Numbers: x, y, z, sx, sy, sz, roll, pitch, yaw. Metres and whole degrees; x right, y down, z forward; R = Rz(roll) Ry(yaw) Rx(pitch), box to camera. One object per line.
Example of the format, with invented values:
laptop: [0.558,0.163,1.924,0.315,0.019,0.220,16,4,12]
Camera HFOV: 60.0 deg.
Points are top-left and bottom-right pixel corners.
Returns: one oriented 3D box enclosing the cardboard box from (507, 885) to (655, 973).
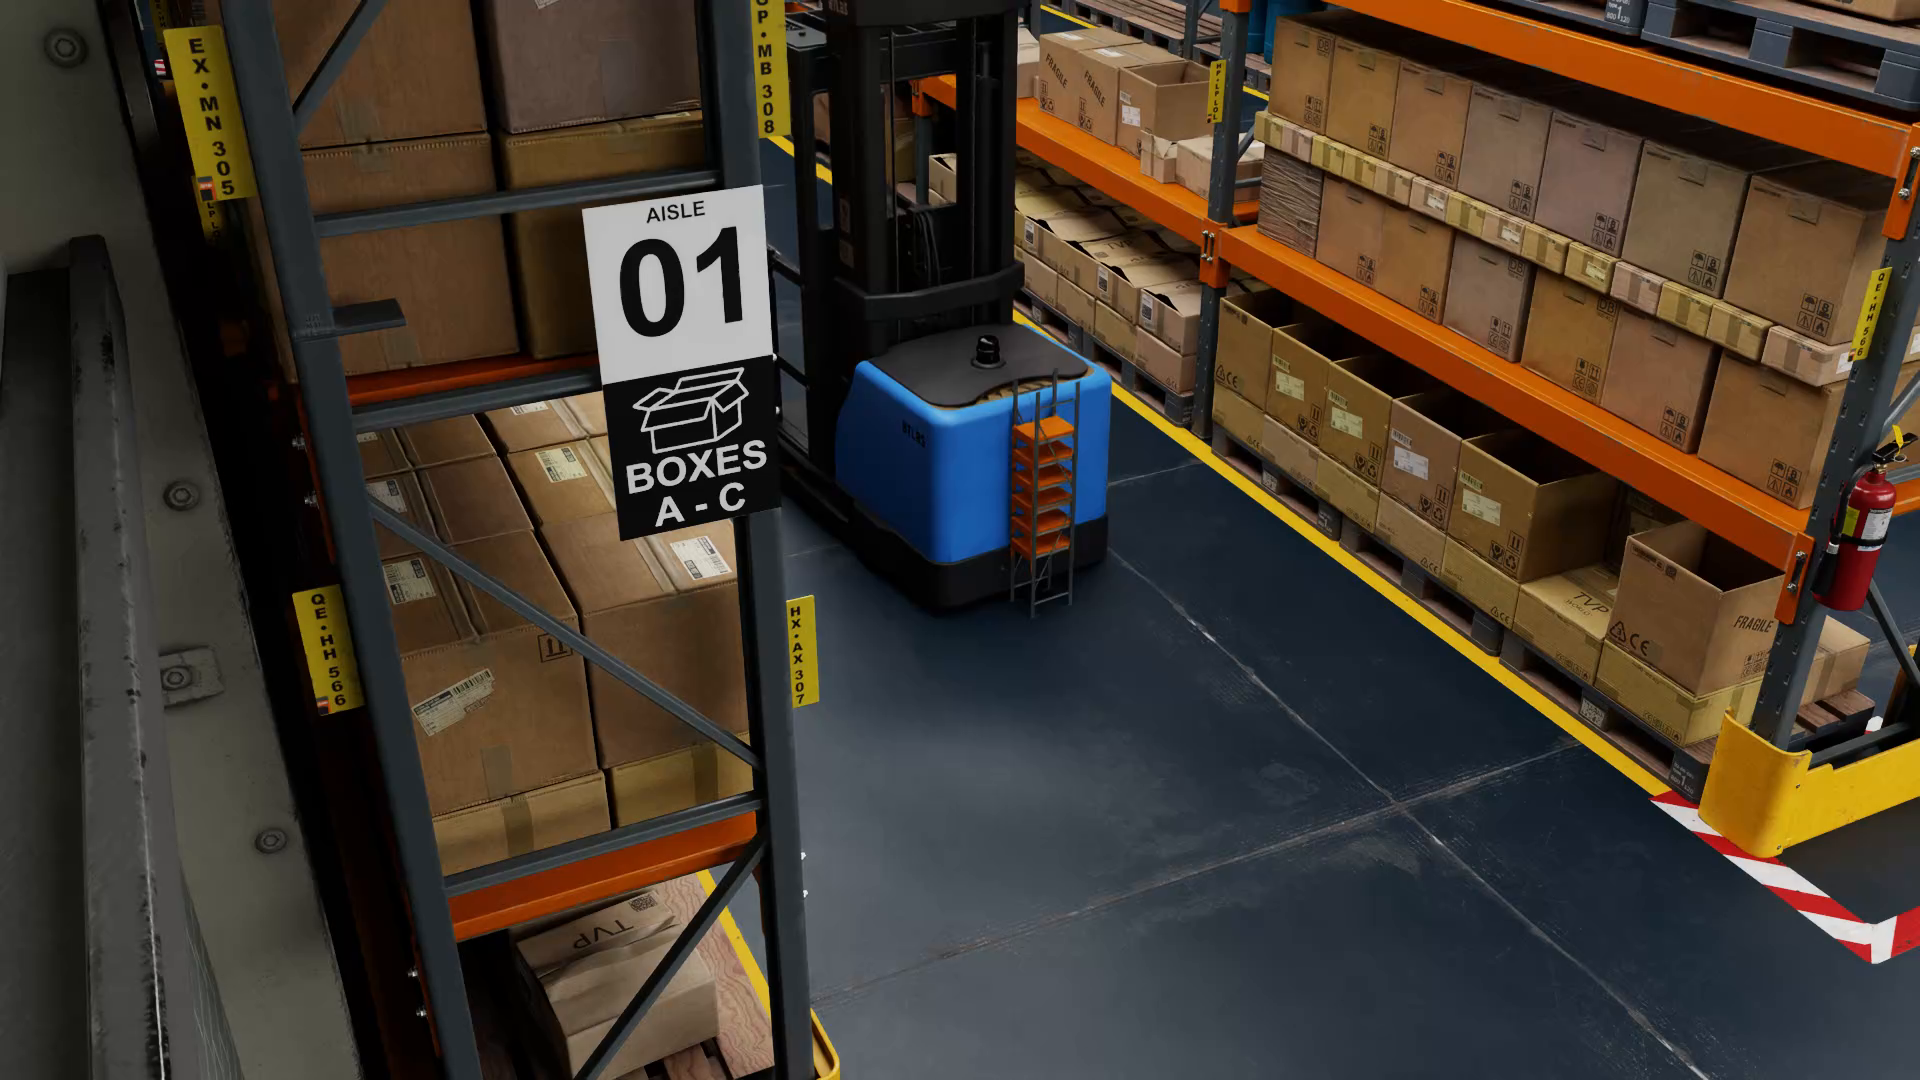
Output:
cardboard box: [-1.366,1.188,5.864,0.500,0.311,0.500,-10,31,-18]

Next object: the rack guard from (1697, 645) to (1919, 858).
rack guard: [3.577,0.843,6.736,1.175,0.500,0.348,-13,32,-22]

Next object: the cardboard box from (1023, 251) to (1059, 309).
cardboard box: [0.757,-1.806,11.286,0.500,0.250,0.500,-12,32,-21]

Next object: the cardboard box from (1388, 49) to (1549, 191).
cardboard box: [2.478,-1.996,7.813,0.700,0.500,0.500,-13,32,-22]

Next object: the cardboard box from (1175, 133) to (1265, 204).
cardboard box: [1.598,-2.168,9.703,0.500,0.250,0.500,-11,31,-19]

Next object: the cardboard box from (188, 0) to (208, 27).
cardboard box: [-1.571,-1.387,3.946,0.500,0.500,0.500,-11,31,-19]

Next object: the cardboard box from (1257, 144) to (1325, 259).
cardboard box: [2.045,-1.874,8.923,0.700,0.500,0.500,-14,32,-23]

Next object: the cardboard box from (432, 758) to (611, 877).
cardboard box: [-1.282,0.674,4.613,0.500,0.250,0.500,-13,32,-21]

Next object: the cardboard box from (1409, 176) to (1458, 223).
cardboard box: [2.347,-1.624,7.814,0.380,0.149,0.250,-14,32,-23]

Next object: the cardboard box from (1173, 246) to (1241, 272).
cardboard box: [1.687,-1.711,10.542,0.500,0.311,0.500,-13,32,-23]

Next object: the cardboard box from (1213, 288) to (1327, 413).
cardboard box: [1.766,-1.066,9.199,0.500,0.500,0.500,-13,32,-22]

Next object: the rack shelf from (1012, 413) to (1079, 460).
rack shelf: [0.397,-0.483,7.740,0.258,0.103,0.180,-17,33,-27]

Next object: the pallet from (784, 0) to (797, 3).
pallet: [-1.341,-5.099,14.973,1.003,0.211,1.213,-13,32,-22]

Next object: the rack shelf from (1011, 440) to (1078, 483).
rack shelf: [0.397,-0.378,7.798,0.258,0.103,0.180,-17,33,-27]

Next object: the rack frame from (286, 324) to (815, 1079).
rack frame: [-0.906,0.784,4.286,1.000,3.000,0.127,-13,32,-22]

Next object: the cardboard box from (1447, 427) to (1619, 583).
cardboard box: [2.625,-0.182,7.623,0.500,0.500,0.500,-13,32,-22]

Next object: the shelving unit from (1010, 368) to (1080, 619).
shelving unit: [0.397,-0.208,7.894,0.258,1.200,0.189,-17,33,-27]

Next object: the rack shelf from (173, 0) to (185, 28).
rack shelf: [-3.482,-2.861,8.455,1.077,0.370,4.000,-13,32,-22]

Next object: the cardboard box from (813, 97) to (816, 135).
cardboard box: [-1.151,-3.940,14.816,0.500,0.500,0.500,-13,32,-21]

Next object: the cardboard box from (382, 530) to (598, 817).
cardboard box: [-1.300,0.350,4.426,0.500,0.500,0.500,-13,32,-23]

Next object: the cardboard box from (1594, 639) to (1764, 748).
cardboard box: [3.069,0.583,7.025,0.500,0.250,0.500,-13,32,-22]

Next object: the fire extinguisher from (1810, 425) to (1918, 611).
fire extinguisher: [3.198,-0.075,5.895,0.296,0.674,0.183,-13,32,-22]

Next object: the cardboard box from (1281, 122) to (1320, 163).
cardboard box: [1.898,-2.082,8.630,0.380,0.149,0.250,-13,32,-21]

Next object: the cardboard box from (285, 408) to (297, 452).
cardboard box: [-2.384,-0.453,6.623,0.500,0.250,0.500,-14,32,-24]

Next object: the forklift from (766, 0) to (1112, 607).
forklift: [-0.445,-1.637,8.672,1.130,2.935,3.031,-17,33,-27]

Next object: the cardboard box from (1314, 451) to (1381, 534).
cardboard box: [2.195,-0.297,8.594,0.500,0.250,0.500,-13,32,-22]

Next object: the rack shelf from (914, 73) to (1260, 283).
rack shelf: [0.991,-2.595,11.046,1.077,0.370,4.000,-13,32,-22]

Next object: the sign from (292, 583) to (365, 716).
sign: [-1.416,0.248,3.733,0.100,0.325,0.005,-13,32,-22]

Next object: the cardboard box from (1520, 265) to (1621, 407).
cardboard box: [2.940,-0.962,7.297,0.700,0.500,0.500,-13,32,-22]

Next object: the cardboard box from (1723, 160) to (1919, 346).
cardboard box: [3.355,-1.100,6.216,0.700,0.500,0.500,-13,32,-22]

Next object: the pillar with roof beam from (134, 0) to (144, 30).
pillar with roof beam: [-5.827,-10.816,18.838,9.100,9.000,0.400,-13,32,-22]

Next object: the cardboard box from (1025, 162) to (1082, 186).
cardboard box: [0.808,-2.613,12.151,0.500,0.311,0.500,-14,32,-23]

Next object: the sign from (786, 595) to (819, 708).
sign: [-0.416,0.292,4.277,0.100,0.325,0.005,-13,32,-22]

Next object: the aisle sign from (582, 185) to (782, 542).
aisle sign: [-0.604,-0.382,3.706,0.394,0.787,0.004,-13,32,-22]

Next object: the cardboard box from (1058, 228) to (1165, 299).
cardboard box: [0.975,-1.822,10.741,0.500,0.311,0.500,-13,32,-22]

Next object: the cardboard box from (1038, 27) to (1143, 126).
cardboard box: [0.867,-3.098,11.106,0.500,0.500,0.500,-15,33,-25]

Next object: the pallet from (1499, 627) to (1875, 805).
pallet: [3.200,0.629,7.412,1.003,0.211,1.213,-13,32,-22]

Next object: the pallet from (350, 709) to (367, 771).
pallet: [-2.303,0.522,7.603,1.003,0.211,1.213,-13,32,-22]

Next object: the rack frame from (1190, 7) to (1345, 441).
rack frame: [1.849,-2.025,9.295,1.000,3.000,0.127,-13,32,-22]

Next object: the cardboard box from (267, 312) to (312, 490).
cardboard box: [-2.182,-0.552,6.033,0.500,0.500,0.500,-12,32,-21]

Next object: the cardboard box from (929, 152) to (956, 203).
cardboard box: [0.092,-2.728,12.356,0.500,0.311,0.500,-12,31,-20]

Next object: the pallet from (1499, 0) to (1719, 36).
pallet: [2.759,-2.385,6.961,1.003,0.211,1.213,-13,32,-22]

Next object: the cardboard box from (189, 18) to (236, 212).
cardboard box: [-1.758,-1.151,4.546,0.500,0.500,0.500,-15,32,-24]

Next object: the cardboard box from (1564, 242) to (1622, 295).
cardboard box: [2.788,-1.169,7.003,0.380,0.149,0.250,-12,31,-20]

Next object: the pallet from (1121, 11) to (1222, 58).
pallet: [2.539,-5.698,18.695,1.003,0.211,1.213,-13,32,-22]

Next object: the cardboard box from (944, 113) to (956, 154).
cardboard box: [0.195,-3.155,13.415,0.500,0.500,0.500,-12,31,-20]

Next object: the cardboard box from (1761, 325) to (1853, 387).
cardboard box: [3.230,-0.714,6.190,0.380,0.149,0.250,-14,32,-23]

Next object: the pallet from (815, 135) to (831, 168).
pallet: [-0.674,-3.452,14.690,1.003,0.211,1.213,-13,32,-22]
